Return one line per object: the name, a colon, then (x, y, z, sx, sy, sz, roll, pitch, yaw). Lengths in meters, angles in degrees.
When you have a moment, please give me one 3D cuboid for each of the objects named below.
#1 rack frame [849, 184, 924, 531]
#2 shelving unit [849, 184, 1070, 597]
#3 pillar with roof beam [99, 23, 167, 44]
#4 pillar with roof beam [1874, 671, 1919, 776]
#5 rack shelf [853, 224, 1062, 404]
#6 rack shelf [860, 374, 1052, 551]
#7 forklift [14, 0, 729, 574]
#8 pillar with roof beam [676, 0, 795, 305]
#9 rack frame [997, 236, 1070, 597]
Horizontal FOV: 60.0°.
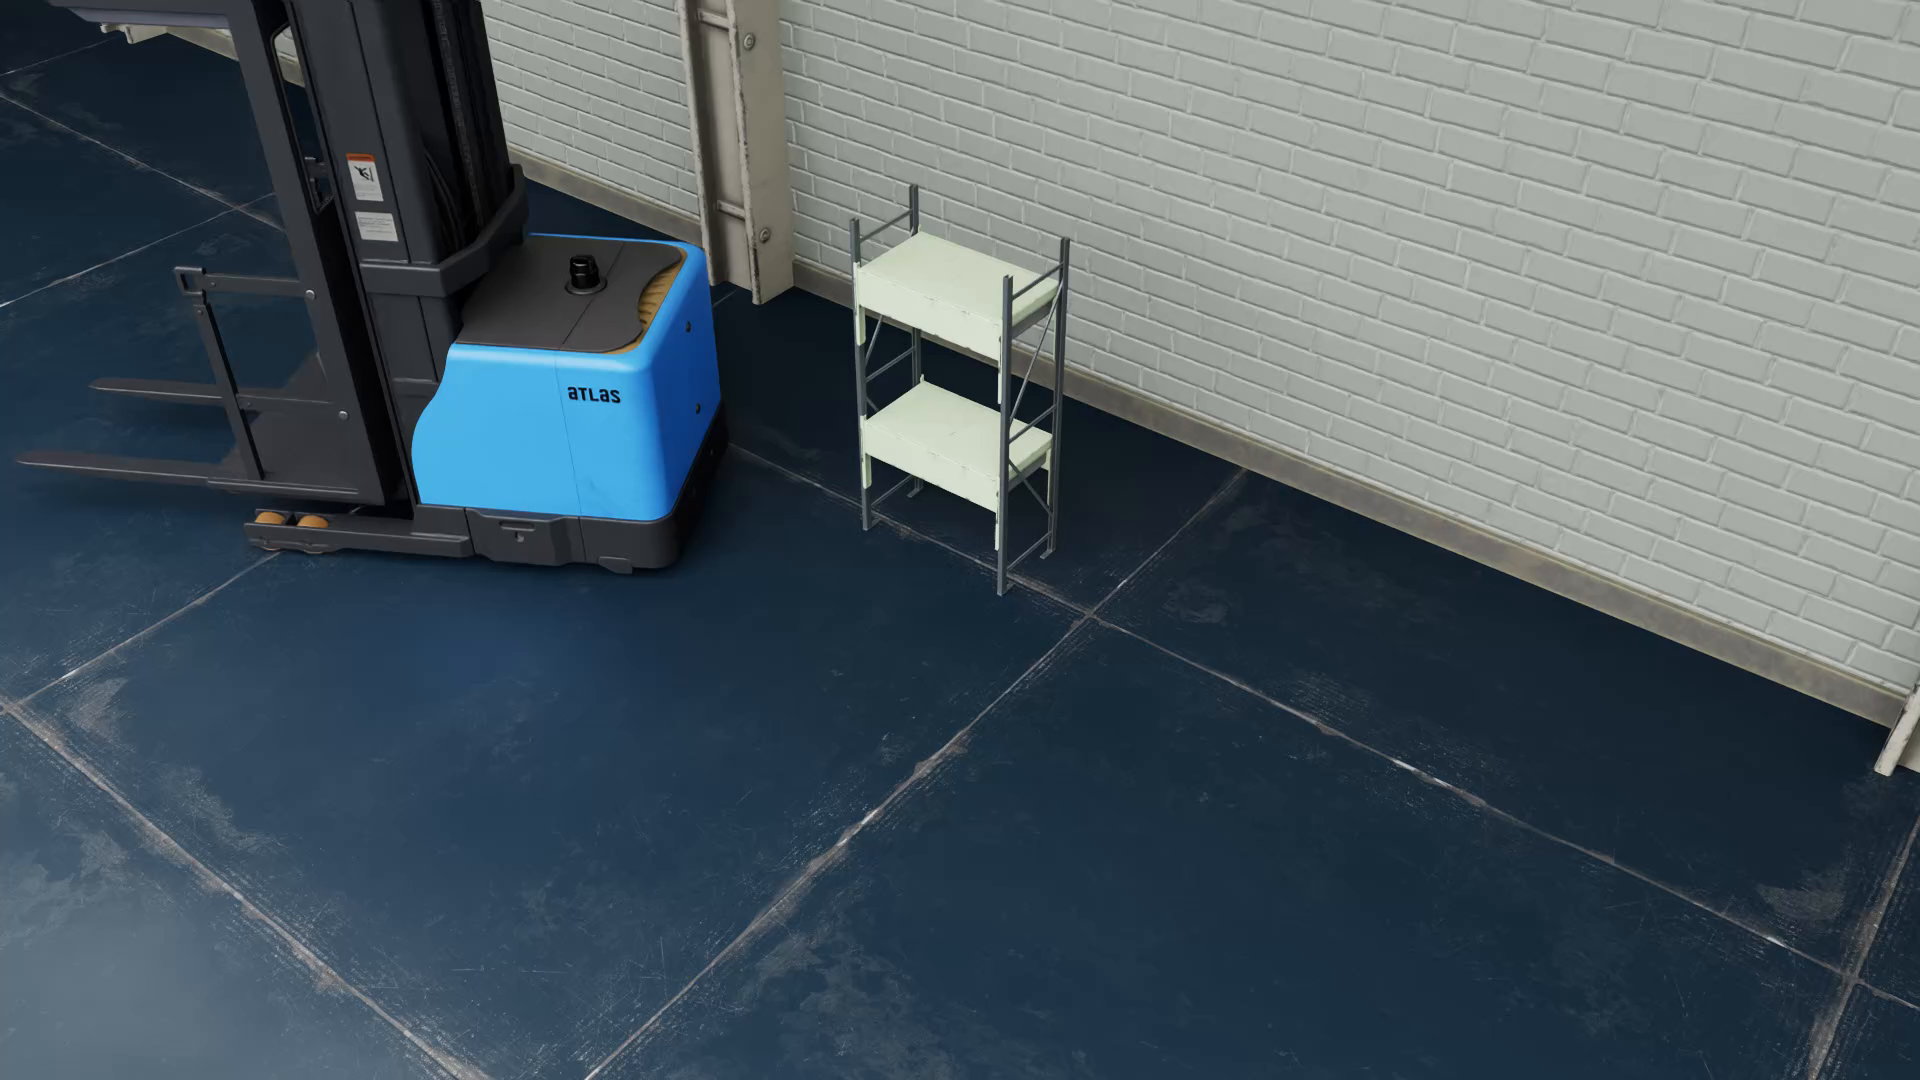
rack frame: (-0.296, -0.730, 6.966, 0.023, 1.500, 0.400, 25, 45, 29)
shelving unit: (-0.005, -0.593, 6.791, 0.755, 1.500, 0.431, 25, 45, 29)
pillar with roof beam: (-8.512, -5.078, 6.436, 0.400, 9.000, 9.100, 25, 45, 29)
pillar with roof beam: (1.020, -0.584, 0.696, 0.400, 9.000, 9.100, 25, 45, 29)
rack shelf: (-0.005, -0.900, 6.550, 0.720, 0.370, 0.431, 25, 45, 29)
rack shelf: (-0.005, -0.336, 6.992, 0.720, 0.370, 0.431, 25, 45, 29)
forklift: (-2.631, -1.411, 6.675, 3.031, 2.935, 1.130, 5, 38, 6)
pillar with roof beam: (-3.746, -2.831, 3.566, 0.400, 9.000, 9.100, 25, 45, 29)
rack frame: (0.285, -0.456, 6.616, 0.023, 1.500, 0.400, 25, 45, 29)
